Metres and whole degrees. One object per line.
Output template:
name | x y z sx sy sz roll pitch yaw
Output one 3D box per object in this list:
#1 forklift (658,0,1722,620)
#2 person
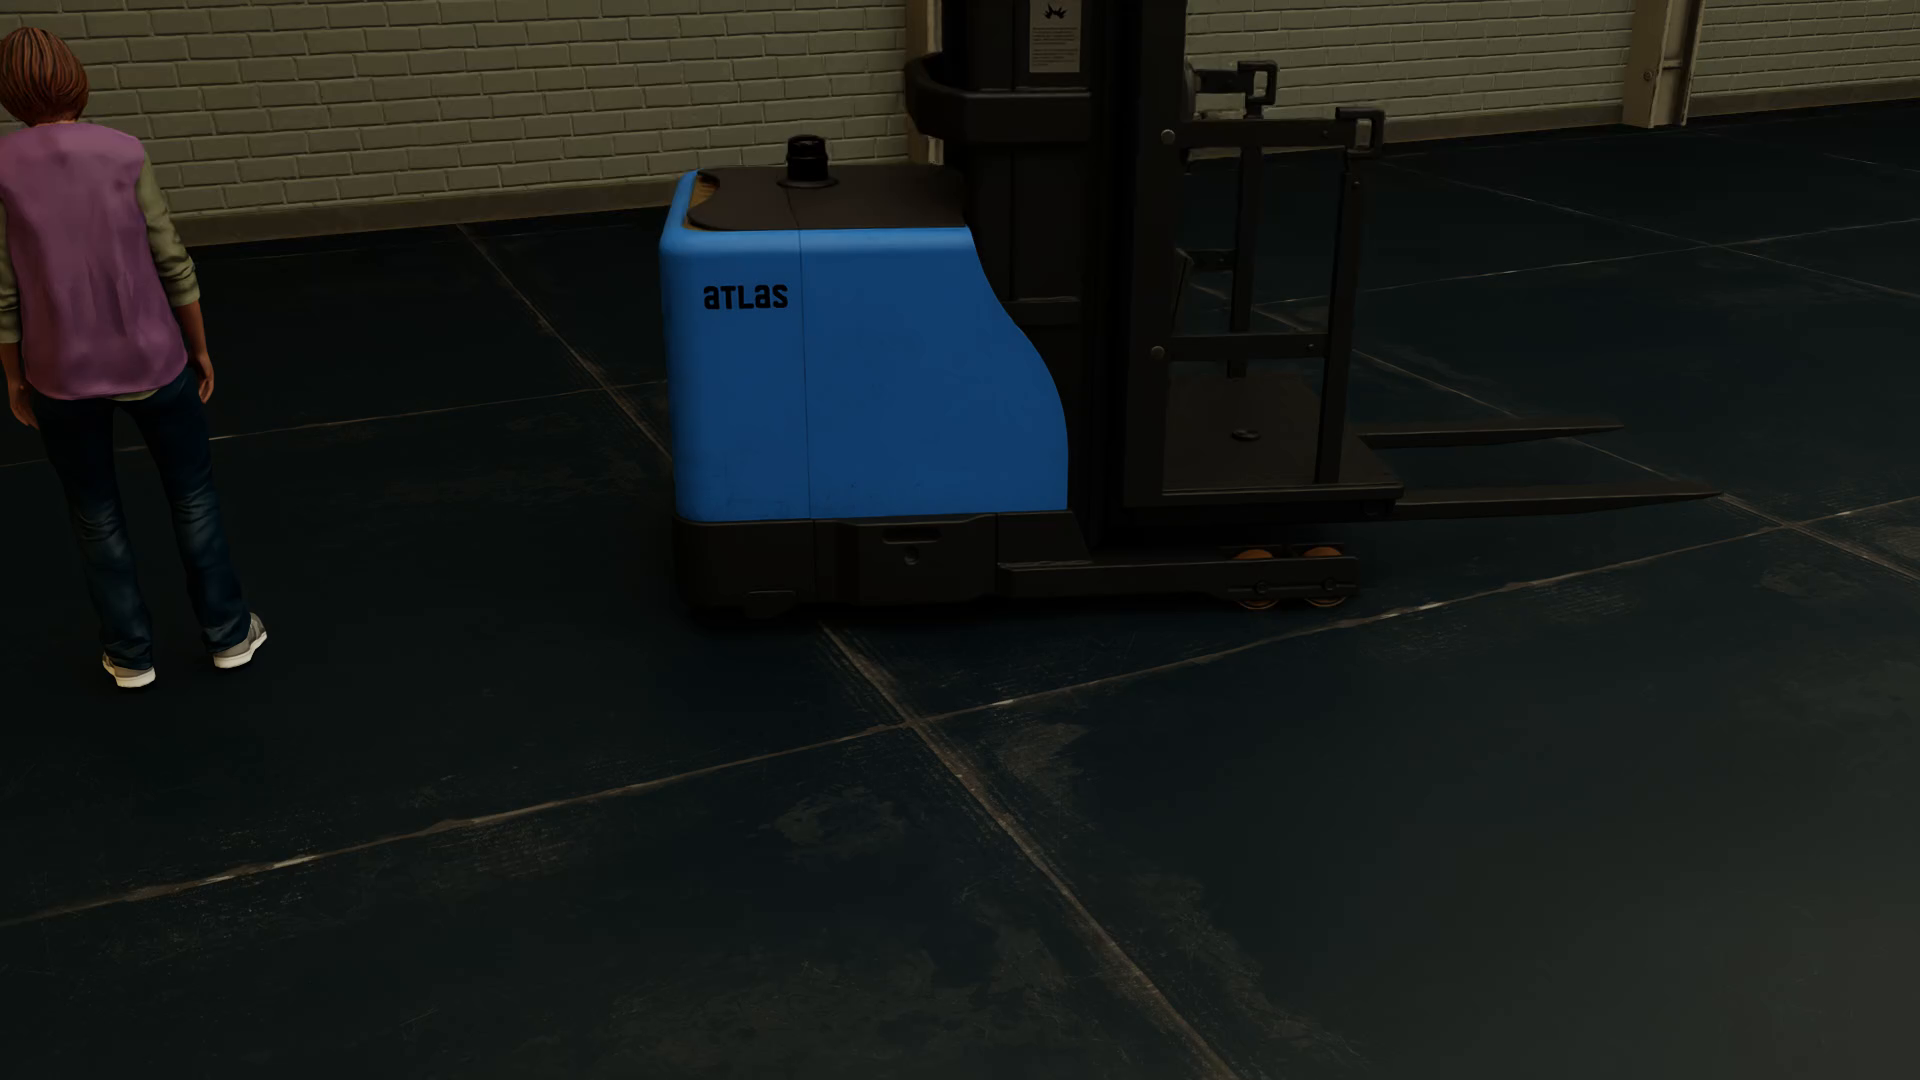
forklift | 0.692 -1.358 4.556 3.031 2.935 1.130 -2 23 -5
person | -2.035 -0.399 3.994 0.474 1.592 0.347 -11 25 -25
